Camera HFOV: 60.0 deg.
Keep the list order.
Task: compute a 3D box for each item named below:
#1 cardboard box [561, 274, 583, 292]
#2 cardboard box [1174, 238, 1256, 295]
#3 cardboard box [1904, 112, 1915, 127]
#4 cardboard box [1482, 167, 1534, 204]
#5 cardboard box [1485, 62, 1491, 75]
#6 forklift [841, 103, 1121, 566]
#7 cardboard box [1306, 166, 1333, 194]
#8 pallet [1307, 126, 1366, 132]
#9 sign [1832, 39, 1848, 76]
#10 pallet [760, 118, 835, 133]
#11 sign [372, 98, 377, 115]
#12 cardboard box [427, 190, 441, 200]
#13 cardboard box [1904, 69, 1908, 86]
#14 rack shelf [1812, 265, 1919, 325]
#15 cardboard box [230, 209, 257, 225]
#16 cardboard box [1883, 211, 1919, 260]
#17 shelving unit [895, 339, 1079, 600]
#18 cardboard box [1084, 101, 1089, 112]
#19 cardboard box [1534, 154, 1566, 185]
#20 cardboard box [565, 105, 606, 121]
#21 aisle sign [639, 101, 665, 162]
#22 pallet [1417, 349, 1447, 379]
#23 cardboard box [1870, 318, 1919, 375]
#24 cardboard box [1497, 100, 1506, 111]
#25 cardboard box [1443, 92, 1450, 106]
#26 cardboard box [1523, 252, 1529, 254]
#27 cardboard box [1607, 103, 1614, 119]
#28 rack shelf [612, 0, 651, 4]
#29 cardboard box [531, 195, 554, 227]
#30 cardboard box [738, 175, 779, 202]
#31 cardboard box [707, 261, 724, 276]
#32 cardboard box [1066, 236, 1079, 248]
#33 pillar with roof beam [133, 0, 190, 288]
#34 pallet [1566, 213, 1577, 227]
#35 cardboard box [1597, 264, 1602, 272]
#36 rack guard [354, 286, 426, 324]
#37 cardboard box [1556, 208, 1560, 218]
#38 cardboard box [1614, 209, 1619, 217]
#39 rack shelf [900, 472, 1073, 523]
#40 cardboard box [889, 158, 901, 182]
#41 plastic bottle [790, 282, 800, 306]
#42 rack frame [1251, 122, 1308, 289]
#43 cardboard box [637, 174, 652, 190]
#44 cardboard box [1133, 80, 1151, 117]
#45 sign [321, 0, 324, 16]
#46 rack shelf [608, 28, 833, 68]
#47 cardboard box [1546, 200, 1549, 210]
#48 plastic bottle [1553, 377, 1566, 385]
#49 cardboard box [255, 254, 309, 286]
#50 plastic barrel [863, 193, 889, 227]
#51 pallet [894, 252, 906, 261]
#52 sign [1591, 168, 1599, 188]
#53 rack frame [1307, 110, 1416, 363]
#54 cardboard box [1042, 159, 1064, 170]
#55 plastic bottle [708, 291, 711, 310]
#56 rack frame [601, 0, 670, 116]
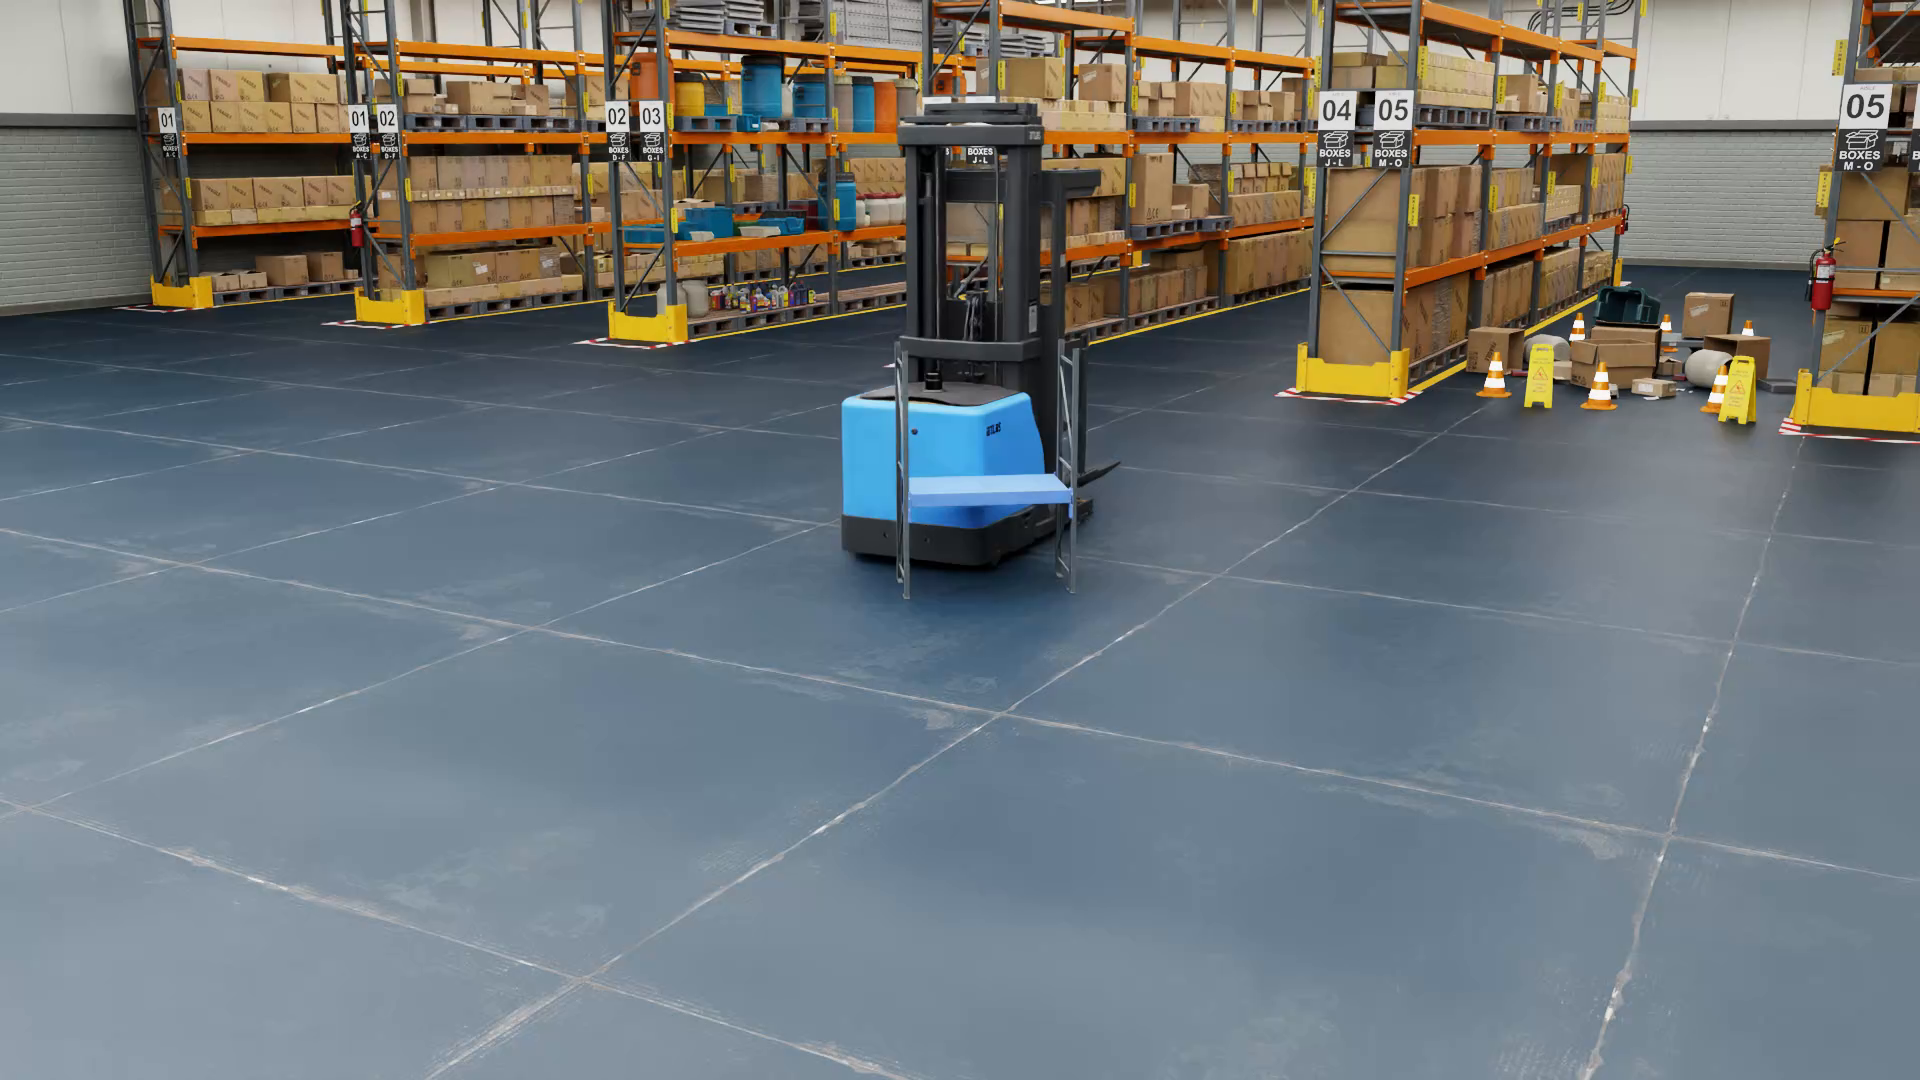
[{"bbox_3d":[-6.758,-4.360,28.189,0.500,0.250,0.500,7,15,28],"label":"cardboard box"},{"bbox_3d":[4.230,-4.620,27.936,1.225,0.875,0.875,7,15,25],"label":"cardboard box"},{"bbox_3d":[9.179,-3.977,15.766,0.380,0.149,0.250,7,15,26],"label":"cardboard box"},{"bbox_3d":[7.946,-5.171,24.235,0.700,0.500,0.500,7,15,28],"label":"cardboard box"},{"bbox_3d":[6.217,-5.720,20.185,0.380,0.149,0.250,7,15,28],"label":"cardboard box"},{"bbox_3d":[0.318,-1.556,11.735,1.130,2.935,3.031,7,15,25],"label":"forklift"},{"bbox_3d":[6.760,-6.844,31.605,0.500,0.500,0.500,7,15,26],"label":"cardboard box"},{"bbox_3d":[7.396,-8.213,32.989,1.003,0.211,1.213,7,15,28],"label":"pallet"},{"bbox_3d":[8.210,-4.501,15.516,0.100,0.325,0.005,7,15,28],"label":"sign"},{"bbox_3d":[-2.654,-6.258,25.093,1.213,0.211,1.003,7,15,28],"label":"pallet"},{"bbox_3d":[-10.585,-7.823,30.078,0.100,0.325,0.005,7,15,28],"label":"sign"},{"bbox_3d":[-8.156,-5.266,25.380,0.380,0.149,0.250,7,15,27],"label":"cardboard box"},{"bbox_3d":[9.144,-4.373,15.706,0.380,0.149,0.250,7,15,28],"label":"cardboard box"},{"bbox_3d":[9.653,-2.606,17.480,1.077,0.370,4.000,7,15,28],"label":"rack shelf"},{"bbox_3d":[-12.245,-5.461,28.064,0.500,0.250,0.500,7,15,26],"label":"cardboard box"},{"bbox_3d":[10.133,-3.227,17.671,0.500,0.500,0.500,8,16,30],"label":"cardboard box"},{"bbox_3d":[0.152,-0.442,10.166,1.048,1.500,0.538,-2,14,-7],"label":"shelving unit"},{"bbox_3d":[1.485,-5.759,22.091,0.380,0.149,0.250,8,16,30],"label":"cardboard box"},{"bbox_3d":[10.095,-6.354,28.509,0.500,0.500,0.500,7,15,26],"label":"cardboard box"},{"bbox_3d":[-6.419,-7.327,28.550,0.500,0.250,0.500,9,16,34],"label":"cardboard box"},{"bbox_3d":[-4.103,-5.446,22.175,0.394,0.787,0.004,7,15,28],"label":"aisle sign"},{"bbox_3d":[5.213,-2.153,20.012,1.003,0.211,1.213,7,15,28],"label":"pallet"},{"bbox_3d":[9.329,-1.917,16.456,0.500,0.500,0.500,7,15,26],"label":"cardboard box"},{"bbox_3d":[6.956,-5.680,21.721,0.250,0.149,0.380,7,15,28],"label":"cardboard box"},{"bbox_3d":[5.238,-4.916,18.551,0.380,0.149,0.250,7,15,28],"label":"cardboard box"},{"bbox_3d":[8.766,-4.458,26.463,0.500,0.250,0.500,8,16,29],"label":"cardboard box"},{"bbox_3d":[11.048,-7.451,28.893,0.500,0.250,0.500,8,16,29],"label":"cardboard box"},{"bbox_3d":[-8.163,-11.586,34.836,1.077,0.370,4.000,7,15,28],"label":"rack shelf"},{"bbox_3d":[-7.184,-5.460,27.569,0.700,0.500,0.500,7,15,27],"label":"cardboard box"},{"bbox_3d":[-3.977,-6.994,33.034,0.700,0.500,0.500,11,17,38],"label":"cardboard box"},{"bbox_3d":[-4.833,-5.165,31.528,0.500,0.250,0.500,8,16,29],"label":"cardboard box"},{"bbox_3d":[1.360,-3.984,22.193,0.380,0.149,0.250,7,15,28],"label":"cardboard box"},{"bbox_3d":[-9.648,-8.023,25.610,9.100,9.000,0.400,7,15,28],"label":"pillar with roof beam"},{"bbox_3d":[9.608,-5.314,27.586,1.003,0.211,1.213,7,15,28],"label":"pallet"},{"bbox_3d":[11.404,-4.926,30.117,0.380,0.149,0.250,8,16,31],"label":"cardboard box"},{"bbox_3d":[-8.671,-3.572,25.282,1.175,0.500,0.348,7,15,28],"label":"rack guard"},{"bbox_3d":[9.204,-5.150,26.137,0.380,0.149,0.250,8,16,29],"label":"cardboard box"},{"bbox_3d":[12.128,-6.148,31.169,0.380,0.149,0.250,7,15,28],"label":"cardboard box"},{"bbox_3d":[0.152,-0.267,10.208,1.000,0.185,0.538,-2,14,-7],"label":"rack shelf"},{"bbox_3d":[-1.637,-8.171,36.678,0.500,0.500,0.500,8,16,30],"label":"cardboard box"},{"bbox_3d":[-2.543,-3.772,25.494,0.144,0.351,0.185,7,15,25],"label":"plastic bottle"},{"bbox_3d":[5.812,-6.131,30.563,1.000,3.000,0.127,7,15,28],"label":"rack frame"},{"bbox_3d":[-7.199,-7.894,36.986,0.500,0.500,0.500,7,15,27],"label":"cardboard box"},{"bbox_3d":[2.258,-6.287,23.695,0.797,0.503,0.637,7,15,25],"label":"cardboard box"},{"bbox_3d":[-11.552,-9.682,30.163,0.100,0.325,0.005,7,15,28],"label":"sign"},{"bbox_3d":[-3.358,-7.012,23.808,1.077,0.370,4.000,7,15,28],"label":"rack shelf"},{"bbox_3d":[8.710,-5.086,25.236,0.380,0.149,0.250,8,16,31],"label":"cardboard box"},{"bbox_3d":[6.820,-1.823,18.964,0.133,0.061,0.283,2,14,9],"label":"plastic bottle"},{"bbox_3d":[-11.910,-4.745,29.208,0.700,0.500,0.500,6,15,25],"label":"cardboard box"},{"bbox_3d":[-1.382,-5.438,27.402,0.433,0.535,0.433,0,14,0],"label":"plastic barrel"},{"bbox_3d":[-1.346,-6.539,38.209,1.003,0.211,1.213,7,15,28],"label":"pallet"},{"bbox_3d":[10.593,-6.049,27.752,0.100,0.325,0.005,7,15,28],"label":"sign"},{"bbox_3d":[4.304,-3.086,17.934,1.000,3.000,0.127,7,15,28],"label":"rack frame"},{"bbox_3d":[1.004,-4.634,21.375,0.500,0.500,0.500,7,15,28],"label":"cardboard box"},{"bbox_3d":[-3.780,-3.576,24.822,0.061,0.283,0.133,8,16,29],"label":"plastic bottle"},{"bbox_3d":[-4.325,-7.146,21.975,1.000,3.000,0.127,7,15,28],"label":"rack frame"}]
